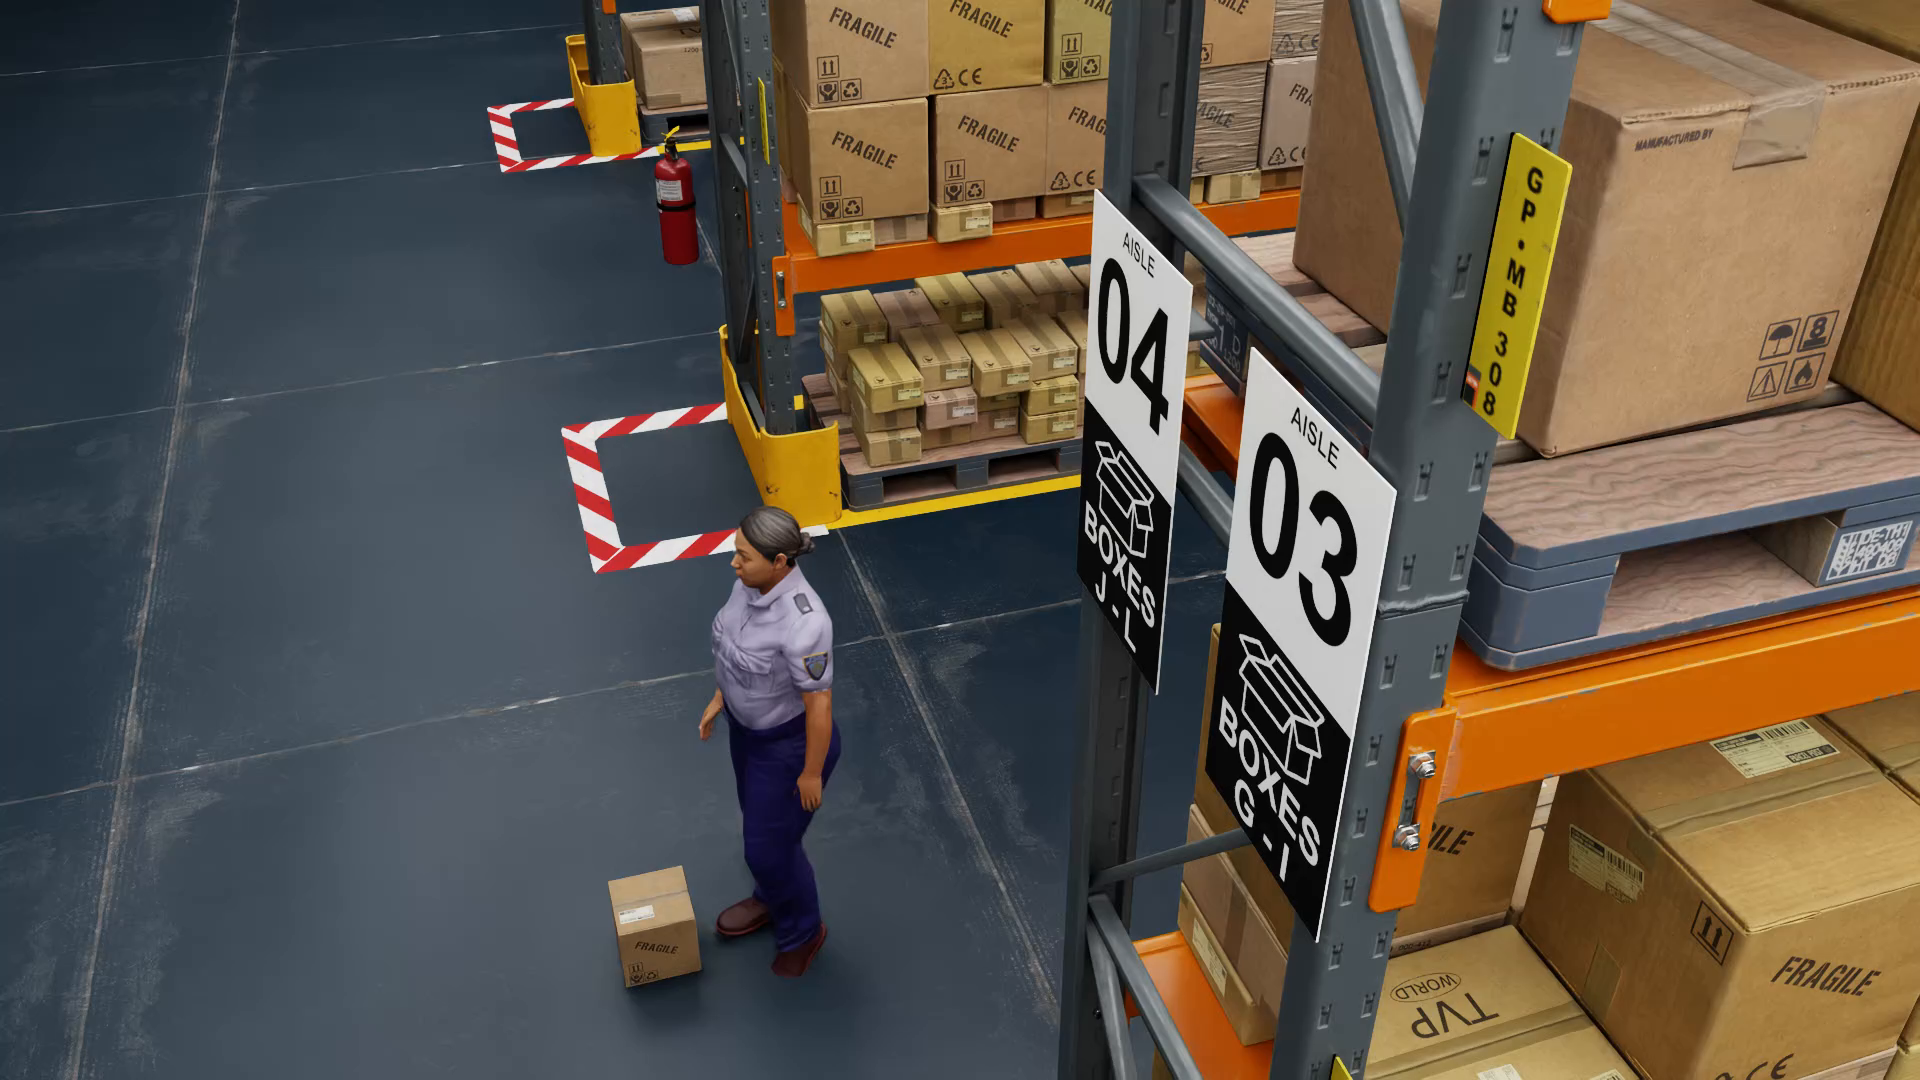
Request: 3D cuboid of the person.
[{"bbox_3d":[-0.630,0.647,5.215,0.479,1.696,0.523,-14,37,-20],"label":"person"}]
